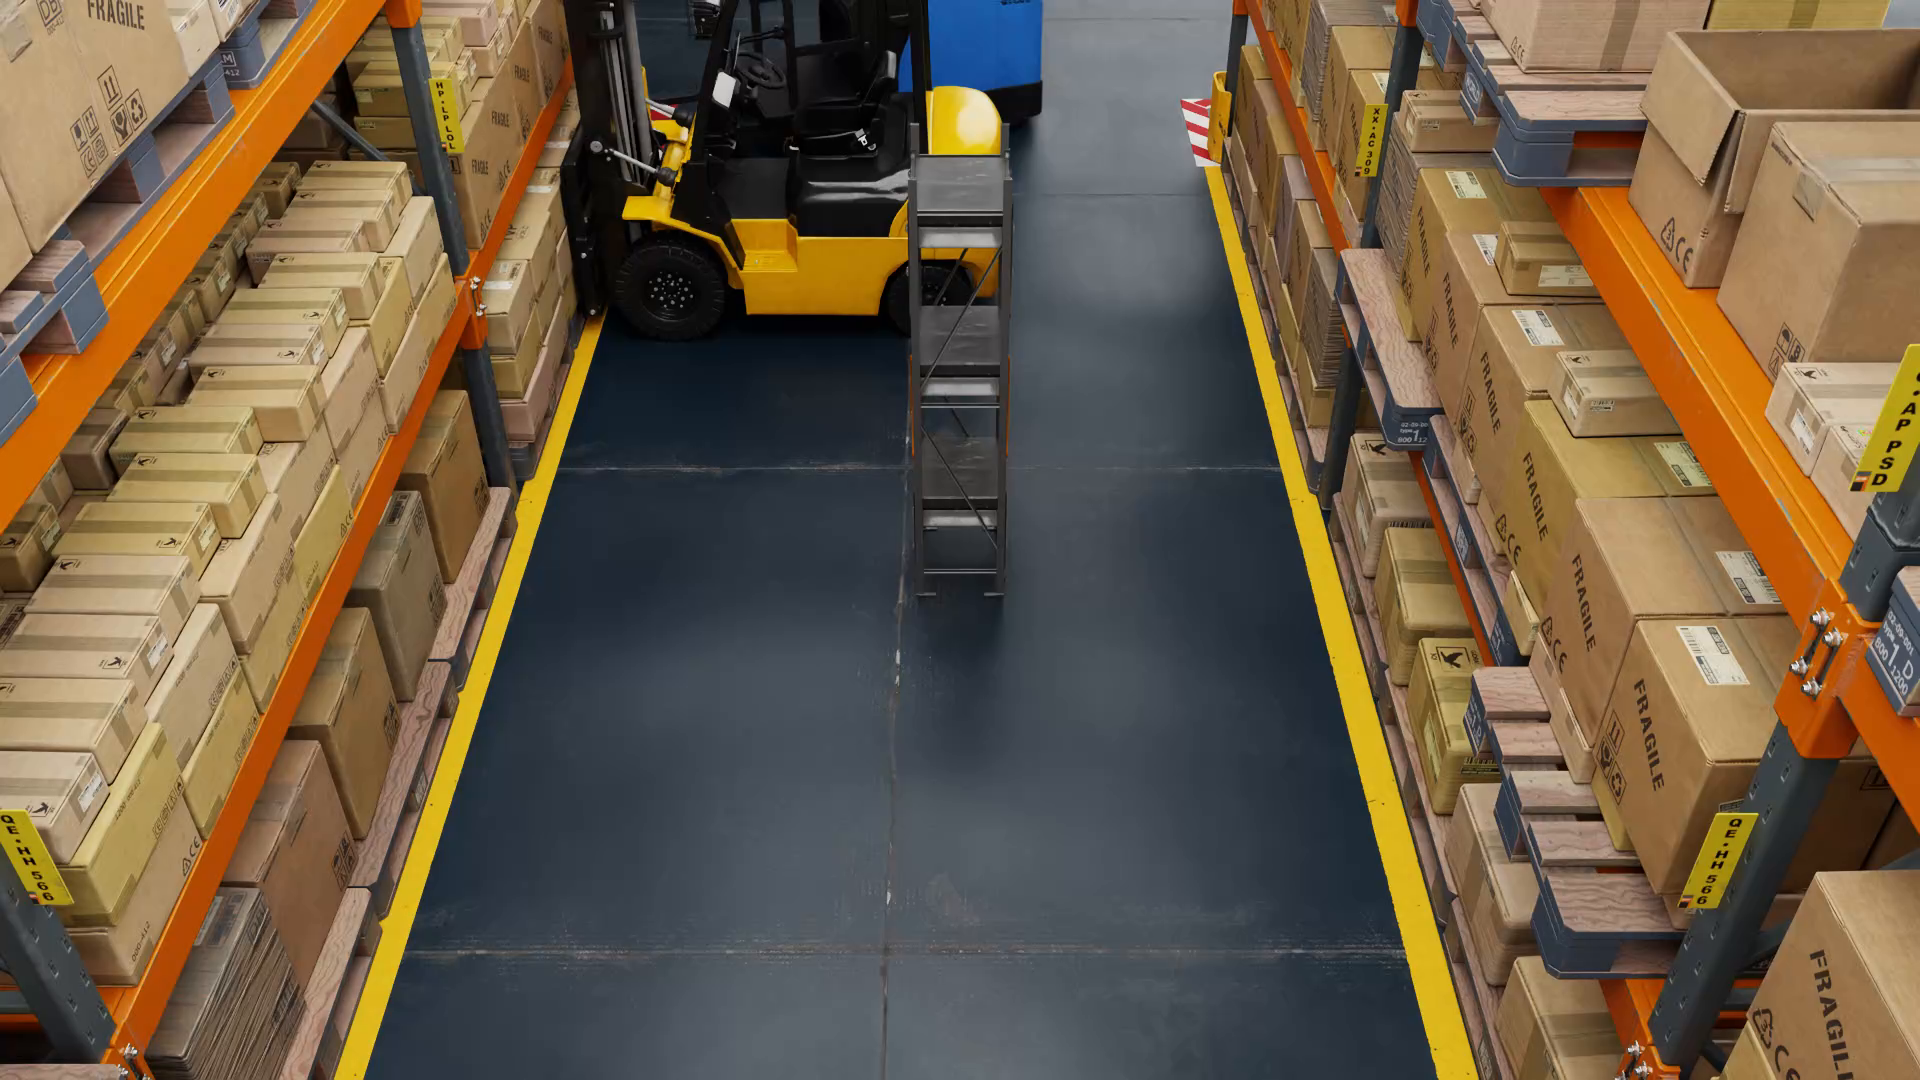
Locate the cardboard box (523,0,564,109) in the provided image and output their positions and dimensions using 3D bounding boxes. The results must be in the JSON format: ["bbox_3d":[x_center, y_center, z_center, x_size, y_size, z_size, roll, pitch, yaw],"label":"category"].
[{"bbox_3d":[-2.425,-2.616,8.781,0.500,0.500,0.500,0,39,0],"label":"cardboard box"}]

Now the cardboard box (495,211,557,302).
[{"bbox_3d":[-2.364,-1.446,8.465,0.500,0.250,0.500,0,39,0],"label":"cardboard box"}]

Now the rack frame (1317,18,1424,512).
[{"bbox_3d":[2.277,-1.348,7.279,1.000,3.000,0.127,0,39,0],"label":"rack frame"}]

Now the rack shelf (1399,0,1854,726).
[{"bbox_3d":[2.279,-0.987,5.006,1.077,0.370,4.000,0,39,0],"label":"rack shelf"}]

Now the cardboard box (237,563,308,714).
[{"bbox_3d":[-2.442,0.303,5.338,0.500,0.250,0.500,-1,39,-2],"label":"cardboard box"}]

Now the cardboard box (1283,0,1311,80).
[{"bbox_3d":[2.010,-2.748,8.708,0.500,0.500,0.500,-1,39,-1],"label":"cardboard box"}]

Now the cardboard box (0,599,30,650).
[{"bbox_3d":[-2.963,0.422,4.790,0.500,0.250,0.500,0,39,0],"label":"cardboard box"}]

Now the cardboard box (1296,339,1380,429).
[{"bbox_3d":[2.007,-0.809,8.469,0.500,0.250,0.500,2,39,2],"label":"cardboard box"}]

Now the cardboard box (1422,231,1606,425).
[{"bbox_3d":[1.978,-0.752,5.881,0.500,0.500,0.500,0,39,0],"label":"cardboard box"}]

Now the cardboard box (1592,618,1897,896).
[{"bbox_3d":[2.003,0.550,4.257,0.500,0.500,0.500,-1,39,-1],"label":"cardboard box"}]

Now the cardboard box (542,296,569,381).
[{"bbox_3d":[-2.373,-1.054,8.775,0.500,0.250,0.500,-1,39,-1],"label":"cardboard box"}]

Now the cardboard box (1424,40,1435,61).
[{"bbox_3d":[2.514,-2.488,7.585,0.700,0.500,0.500,0,39,0],"label":"cardboard box"}]

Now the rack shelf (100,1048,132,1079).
[{"bbox_3d":[-2.680,2.690,2.815,1.077,0.370,4.000,0,39,0],"label":"rack shelf"}]

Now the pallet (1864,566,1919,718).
[{"bbox_3d":[2.335,0.459,2.777,1.213,0.211,1.003,2,39,2],"label":"pallet"}]

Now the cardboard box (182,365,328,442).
[{"bbox_3d":[-2.356,-0.456,5.568,0.380,0.149,0.250,-1,39,-1],"label":"cardboard box"}]

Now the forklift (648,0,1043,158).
[{"bbox_3d":[-1.004,-4.045,10.699,3.031,2.935,1.130,-12,40,-15],"label":"forklift"}]

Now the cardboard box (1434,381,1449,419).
[{"bbox_3d":[1.988,-0.574,6.178,0.380,0.149,0.250,1,39,1],"label":"cardboard box"}]

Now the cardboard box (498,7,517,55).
[{"bbox_3d":[-2.379,-2.477,8.090,0.380,0.149,0.250,0,39,-1],"label":"cardboard box"}]

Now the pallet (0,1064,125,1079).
[{"bbox_3d":[-2.611,1.658,3.682,1.213,0.211,1.003,0,39,0],"label":"pallet"}]

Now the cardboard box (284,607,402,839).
[{"bbox_3d":[-2.679,0.702,6.284,0.875,0.625,0.625,-2,39,-2],"label":"cardboard box"}]

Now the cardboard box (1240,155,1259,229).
[{"bbox_3d":[1.989,-2.117,10.101,0.500,0.250,0.500,1,39,2],"label":"cardboard box"}]

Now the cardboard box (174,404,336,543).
[{"bbox_3d":[-2.446,-0.215,5.585,0.500,0.250,0.500,0,39,1],"label":"cardboard box"}]

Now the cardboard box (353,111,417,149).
[{"bbox_3d":[-2.424,-1.834,7.287,0.380,0.149,0.250,-1,39,-1],"label":"cardboard box"}]

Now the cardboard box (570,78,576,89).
[{"bbox_3d":[-2.373,-2.718,10.052,0.500,0.250,0.500,1,39,1],"label":"cardboard box"}]

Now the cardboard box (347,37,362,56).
[{"bbox_3d":[-2.962,-2.273,7.596,0.380,0.149,0.250,0,39,0],"label":"cardboard box"}]

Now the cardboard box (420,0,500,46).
[{"bbox_3d":[-2.388,-2.434,7.798,0.380,0.149,0.250,1,39,1],"label":"cardboard box"}]

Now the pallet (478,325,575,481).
[{"bbox_3d":[-2.646,-0.752,8.765,1.003,0.211,1.213,0,39,0],"label":"pallet"}]

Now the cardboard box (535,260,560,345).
[{"bbox_3d":[-2.381,-1.246,8.615,0.500,0.250,0.500,0,39,0],"label":"cardboard box"}]

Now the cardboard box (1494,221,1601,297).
[{"bbox_3d":[2.028,-0.947,5.606,0.380,0.149,0.250,2,39,2],"label":"cardboard box"}]

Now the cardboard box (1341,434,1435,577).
[{"bbox_3d":[2.280,-0.159,7.561,0.950,0.372,0.625,0,39,1],"label":"cardboard box"}]

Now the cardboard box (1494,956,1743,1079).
[{"bbox_3d":[2.291,1.661,5.289,0.950,0.372,0.625,-2,39,-3],"label":"cardboard box"}]

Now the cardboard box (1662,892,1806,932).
[{"bbox_3d":[2.046,0.882,4.361,0.380,0.149,0.250,1,39,2],"label":"cardboard box"}]

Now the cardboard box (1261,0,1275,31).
[{"bbox_3d":[1.953,-3.057,9.612,0.380,0.149,0.250,1,39,1],"label":"cardboard box"}]

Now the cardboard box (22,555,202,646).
[{"bbox_3d":[-2.429,0.176,4.778,0.380,0.149,0.250,0,39,0],"label":"cardboard box"}]

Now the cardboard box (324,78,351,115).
[{"bbox_3d":[-2.979,-1.992,7.484,0.380,0.149,0.250,-1,39,-1],"label":"cardboard box"}]

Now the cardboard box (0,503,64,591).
[{"bbox_3d":[-2.929,0.021,4.972,0.380,0.149,0.250,0,39,0],"label":"cardboard box"}]

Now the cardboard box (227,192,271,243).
[{"bbox_3d":[-2.953,-1.247,6.554,0.380,0.149,0.250,-1,39,-2],"label":"cardboard box"}]

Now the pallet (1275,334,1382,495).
[{"bbox_3d":[2.241,-0.680,8.675,1.003,0.211,1.213,0,39,0],"label":"pallet"}]

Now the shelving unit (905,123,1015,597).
[{"bbox_3d":[0.000,-0.716,7.210,0.431,2.100,0.503,0,39,0],"label":"shelving unit"}]

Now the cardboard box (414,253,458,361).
[{"bbox_3d":[-2.425,-0.969,6.926,0.500,0.250,0.500,1,39,1],"label":"cardboard box"}]

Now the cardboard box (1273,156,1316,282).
[{"bbox_3d":[2.004,-1.739,9.030,0.500,0.500,0.500,2,39,2],"label":"cardboard box"}]

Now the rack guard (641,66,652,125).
[{"bbox_3d":[-2.692,-2.883,11.194,1.175,0.500,0.348,0,39,0],"label":"rack guard"}]

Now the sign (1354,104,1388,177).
[{"bbox_3d":[1.734,-1.681,7.002,0.100,0.325,0.005,0,39,0],"label":"sign"}]

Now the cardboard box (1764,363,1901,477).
[{"bbox_3d":[2.062,-0.272,3.738,0.380,0.149,0.250,0,39,0],"label":"cardboard box"}]

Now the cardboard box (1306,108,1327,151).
[{"bbox_3d":[1.967,-2.086,8.401,0.380,0.149,0.250,-1,39,-1],"label":"cardboard box"}]

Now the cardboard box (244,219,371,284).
[{"bbox_3d":[-2.499,-1.107,6.379,0.380,0.149,0.250,0,39,0],"label":"cardboard box"}]

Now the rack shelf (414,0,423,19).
[{"bbox_3d":[-2.689,-3.483,8.120,1.077,0.370,4.000,0,39,0],"label":"rack shelf"}]

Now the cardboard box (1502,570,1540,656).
[{"bbox_3d":[1.921,0.228,5.178,0.380,0.149,0.250,1,39,1],"label":"cardboard box"}]

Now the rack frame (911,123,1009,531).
[{"bbox_3d":[0.000,-0.868,7.400,0.400,2.100,0.015,0,39,0],"label":"rack frame"}]

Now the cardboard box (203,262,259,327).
[{"bbox_3d":[-2.952,-0.847,6.374,0.500,0.250,0.500,0,39,-1],"label":"cardboard box"}]

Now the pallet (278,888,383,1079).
[{"bbox_3d":[-2.644,1.732,5.665,1.003,0.211,1.213,0,39,0],"label":"pallet"}]

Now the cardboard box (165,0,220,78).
[{"bbox_3d":[-2.381,-1.448,4.790,0.380,0.149,0.250,0,39,-1],"label":"cardboard box"}]

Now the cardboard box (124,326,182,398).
[{"bbox_3d":[-2.953,-0.617,5.769,0.380,0.149,0.250,0,39,0],"label":"cardboard box"}]
